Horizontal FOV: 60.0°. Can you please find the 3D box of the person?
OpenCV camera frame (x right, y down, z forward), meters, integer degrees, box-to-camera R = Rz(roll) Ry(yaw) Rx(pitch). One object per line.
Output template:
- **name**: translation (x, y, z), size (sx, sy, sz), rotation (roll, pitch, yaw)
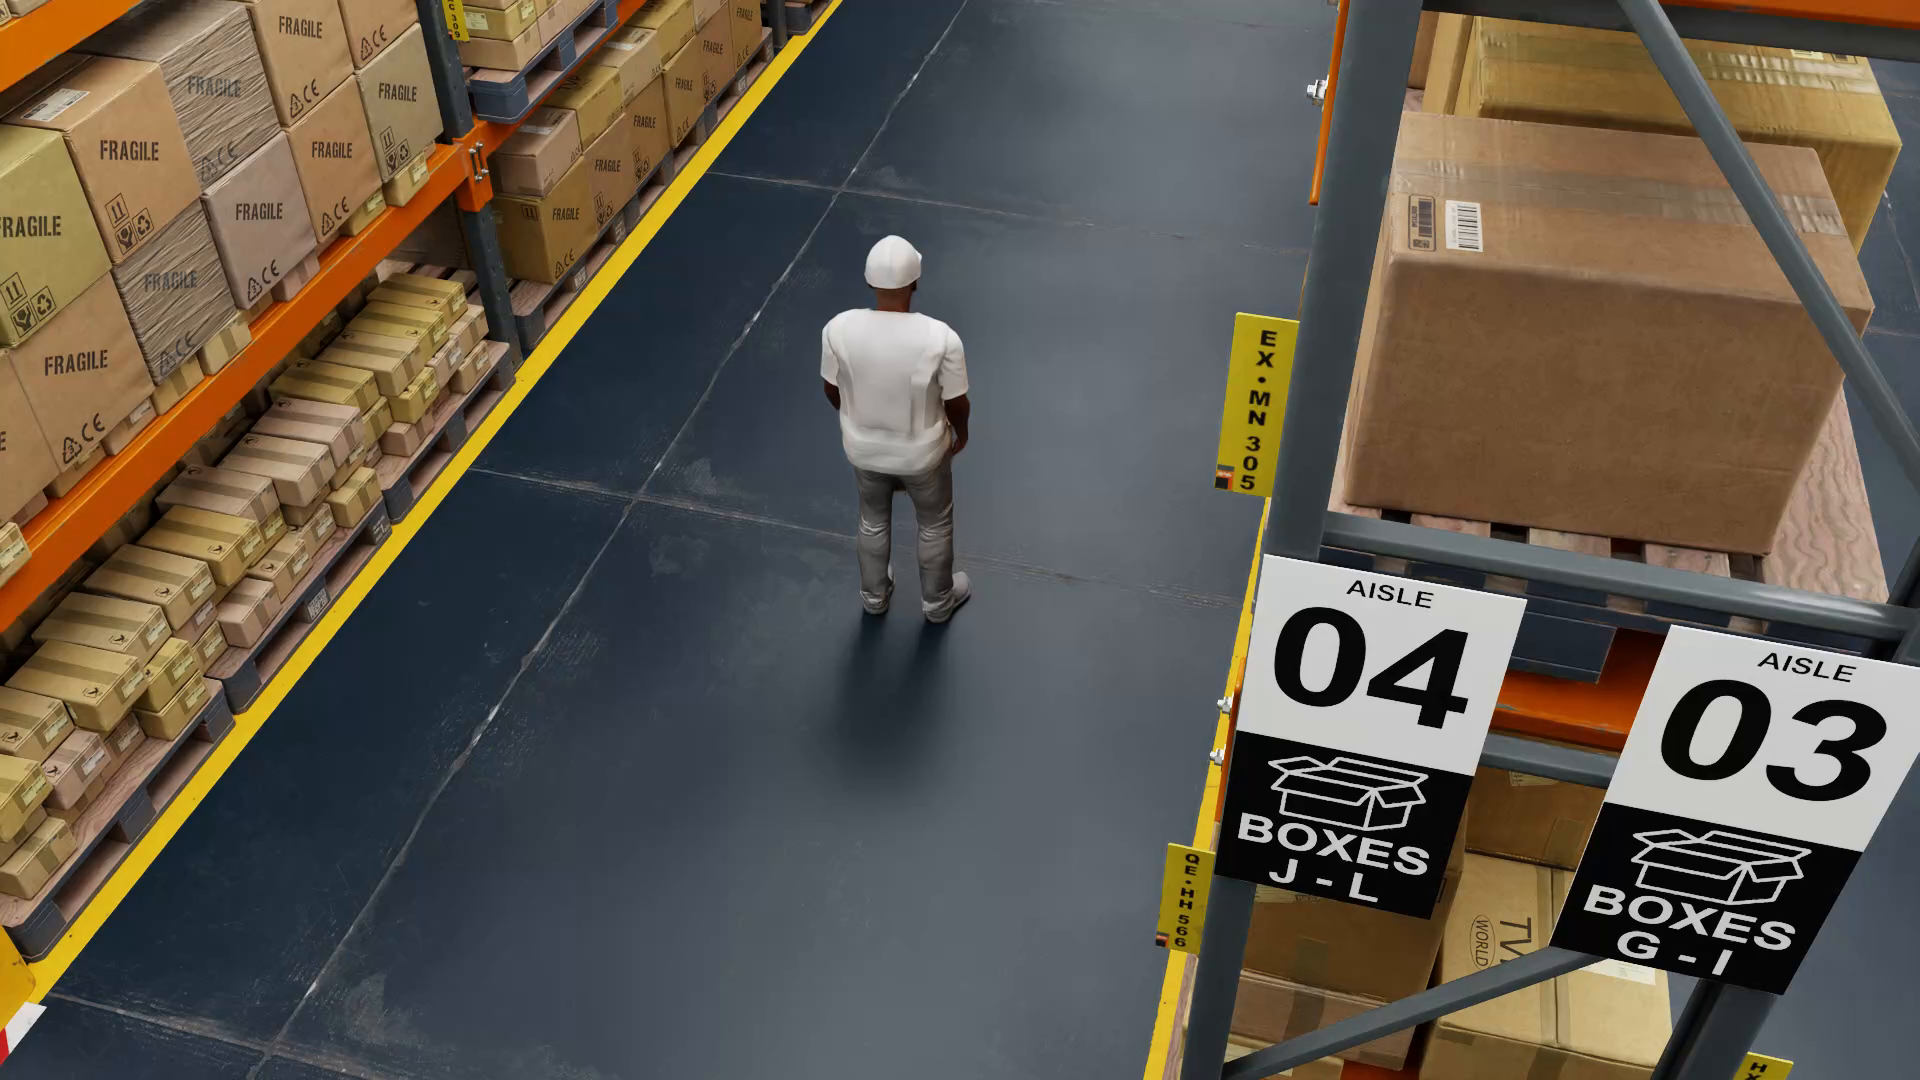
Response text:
- **person**: translation (-0.244, -0.395, 6.601), size (0.583, 1.763, 0.422), rotation (9, 42, 10)
